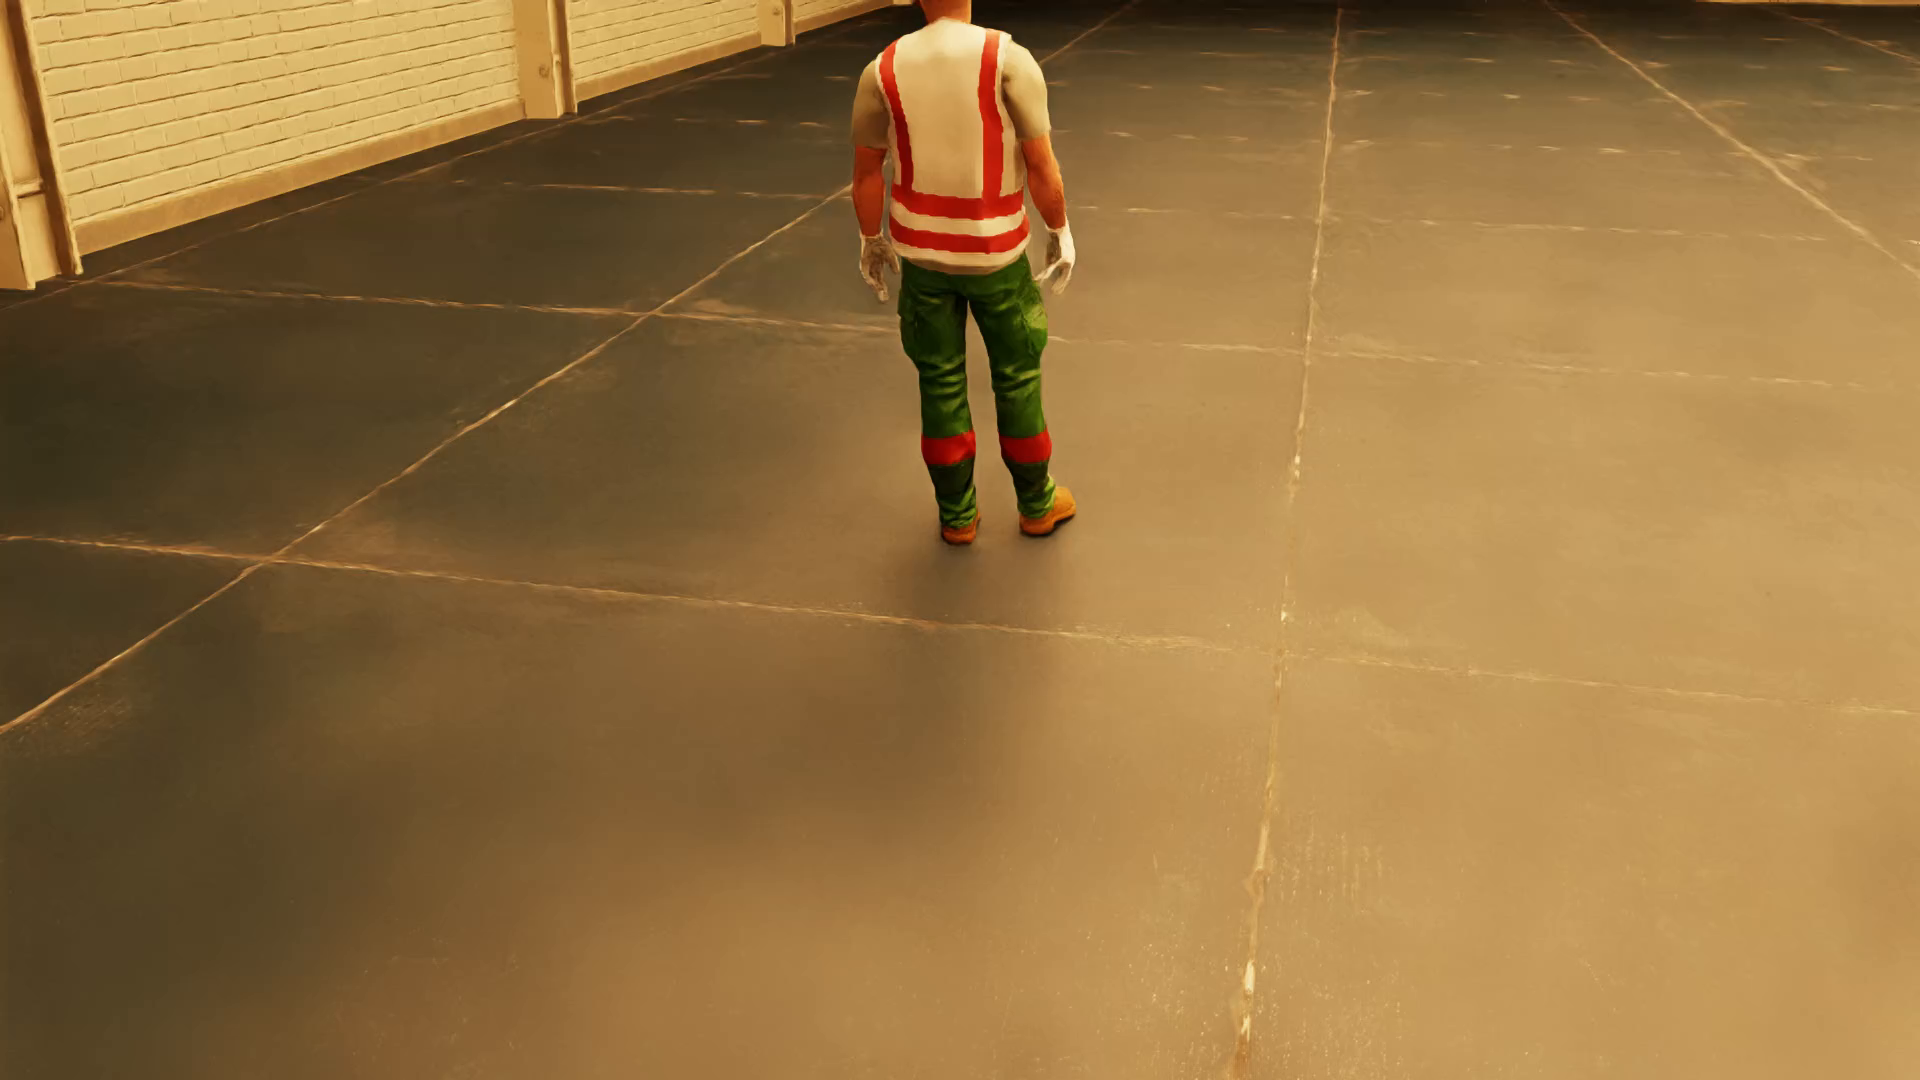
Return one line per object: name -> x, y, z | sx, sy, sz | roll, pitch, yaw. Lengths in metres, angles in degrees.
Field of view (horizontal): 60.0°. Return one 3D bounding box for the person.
person -> 0.028, -0.864, 4.879 | 0.637, 1.787, 0.563 | 5, 23, 11
